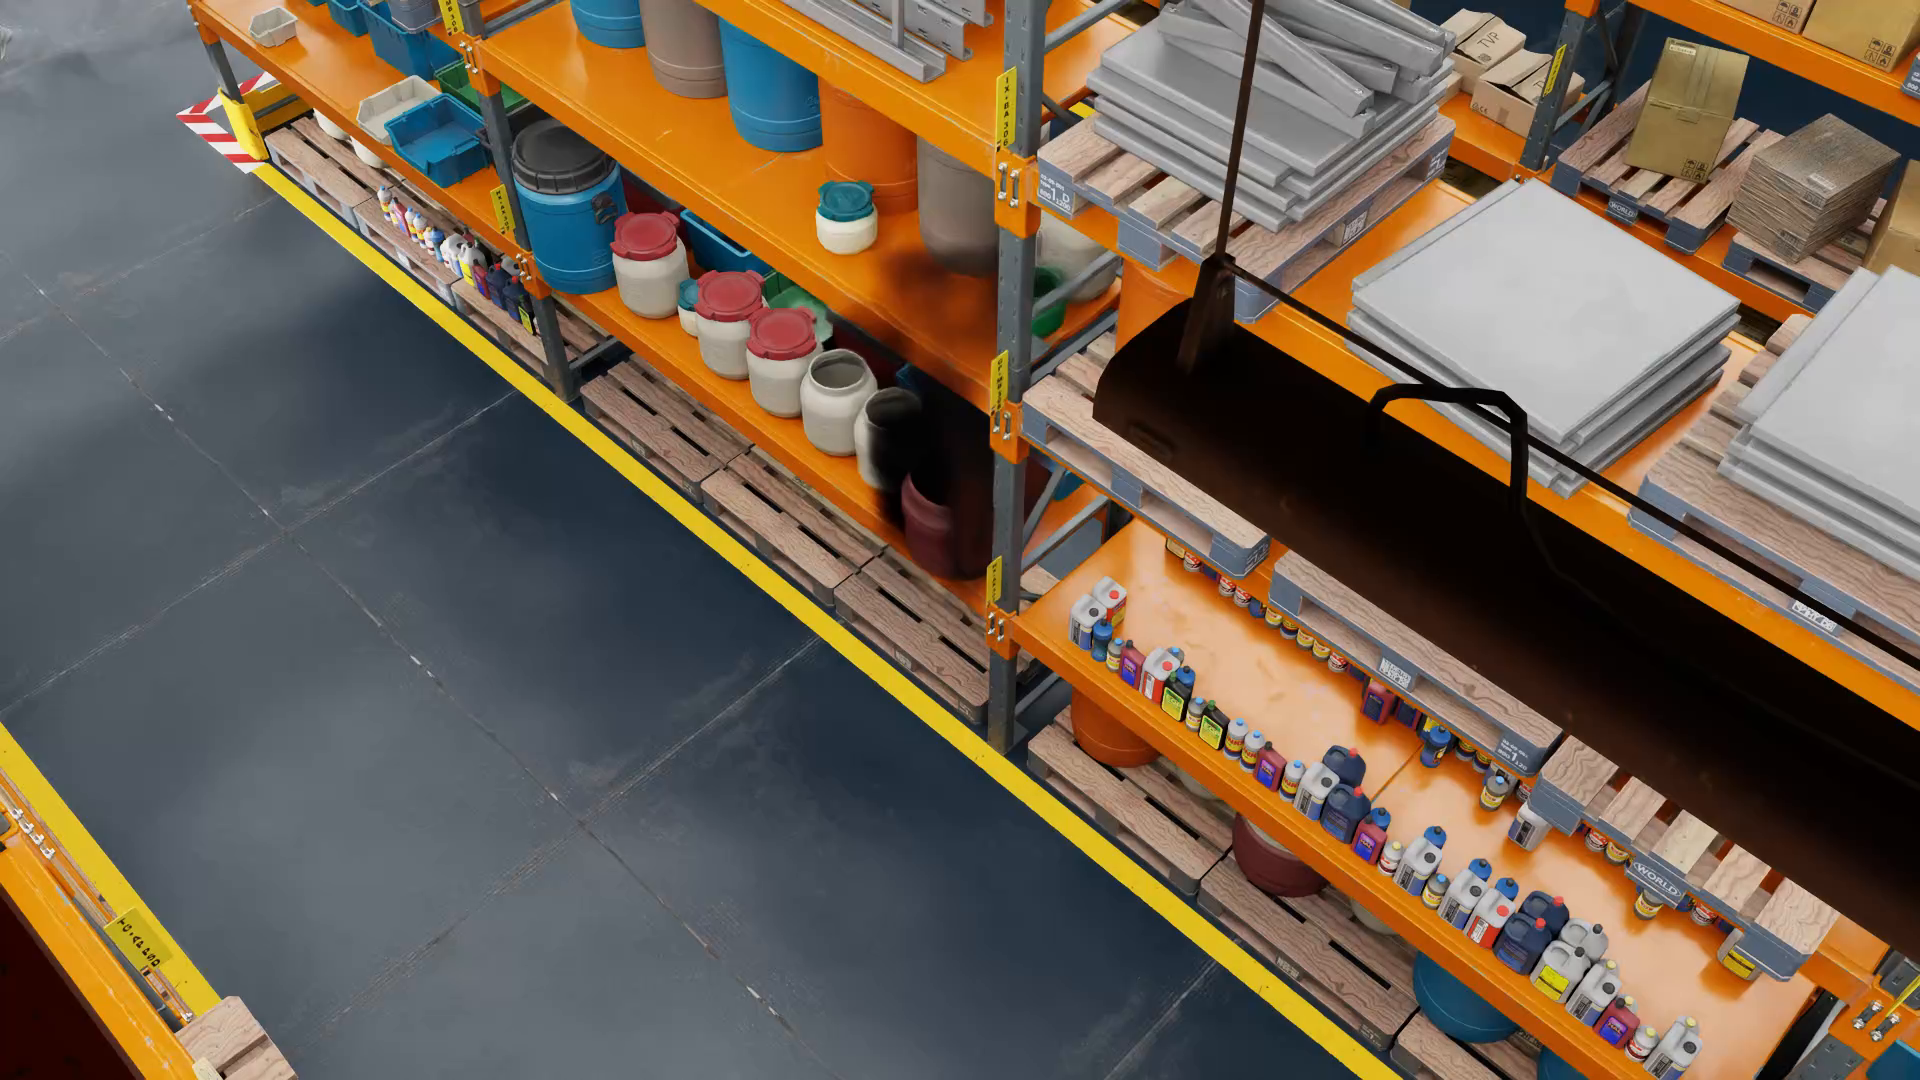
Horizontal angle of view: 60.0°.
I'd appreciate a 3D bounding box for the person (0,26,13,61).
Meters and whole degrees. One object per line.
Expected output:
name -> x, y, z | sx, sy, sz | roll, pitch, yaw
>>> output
person -> -8.093, -4.448, 12.973 | 0.893, 1.758, 0.698 | -10, 51, -8
